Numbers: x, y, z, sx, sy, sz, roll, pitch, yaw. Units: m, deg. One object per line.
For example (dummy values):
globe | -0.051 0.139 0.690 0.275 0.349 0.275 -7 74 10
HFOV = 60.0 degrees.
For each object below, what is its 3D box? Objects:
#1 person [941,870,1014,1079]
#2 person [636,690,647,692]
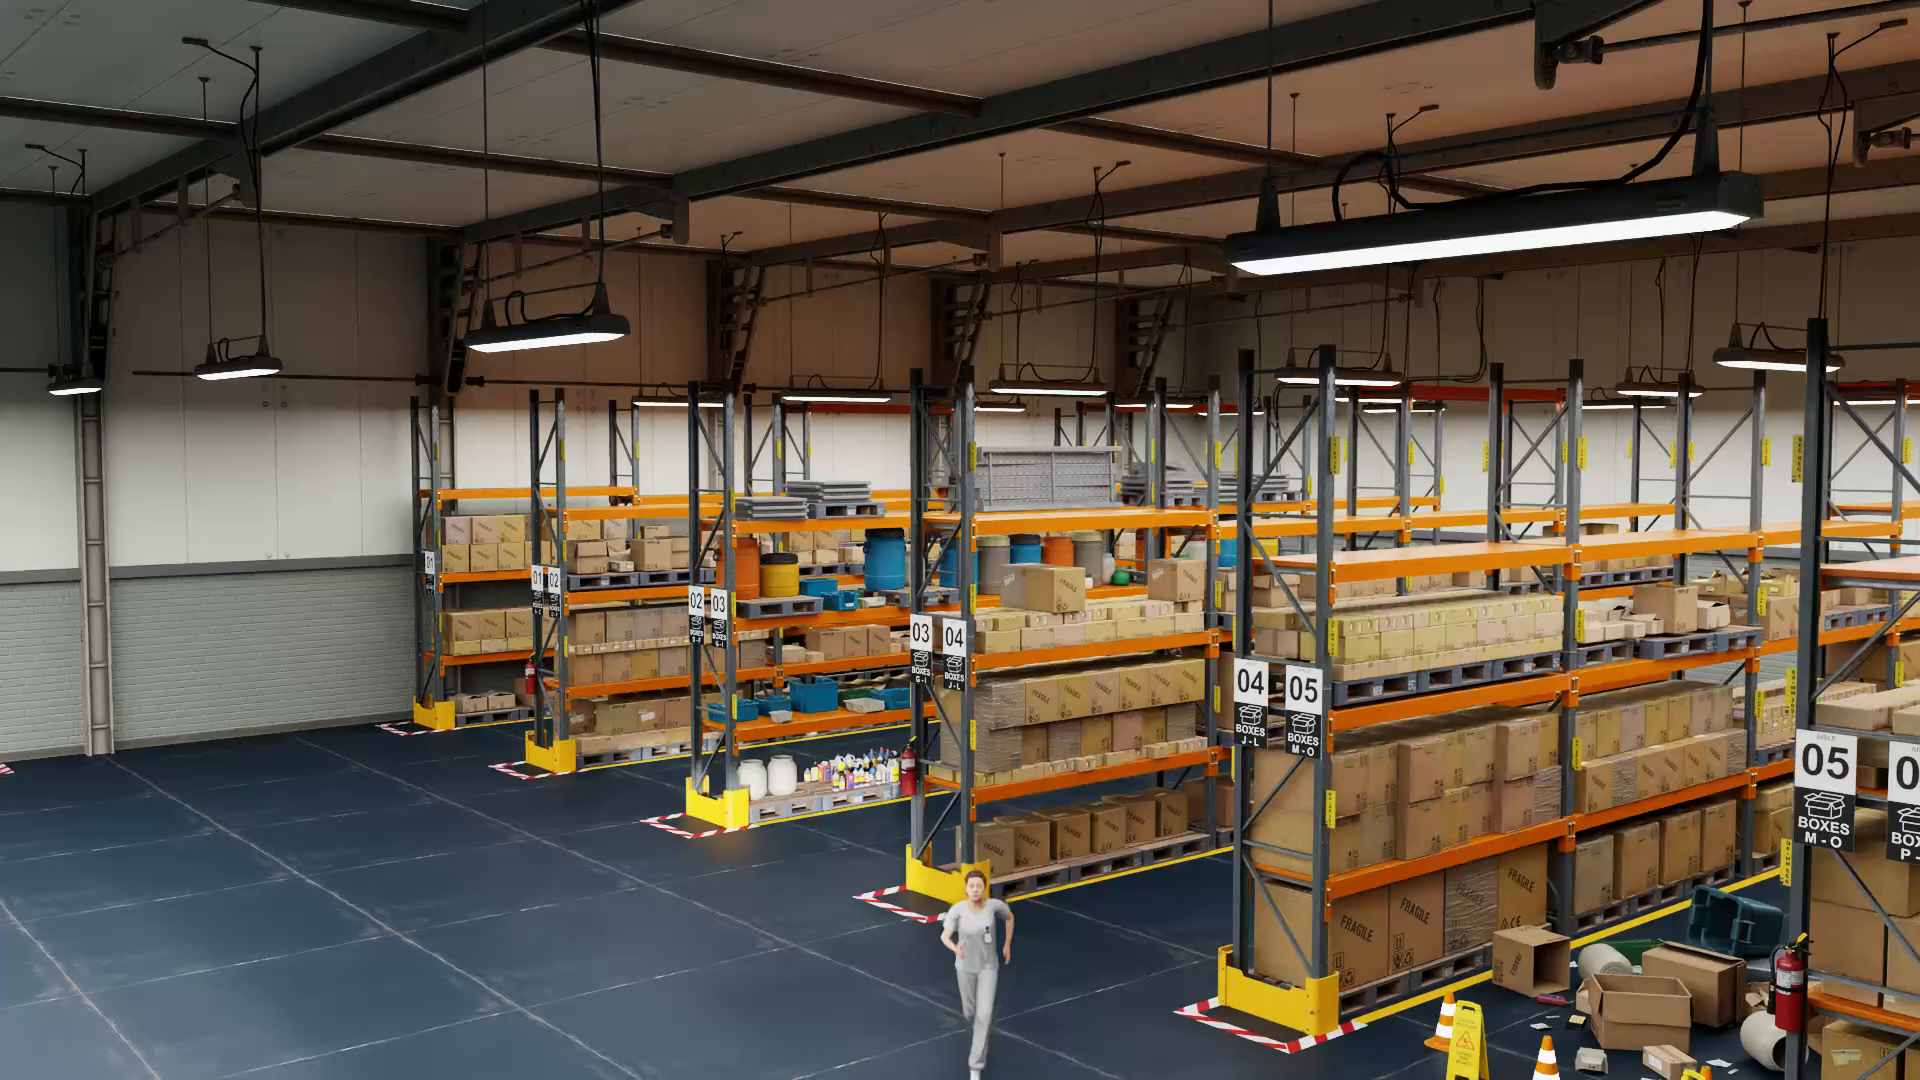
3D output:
person | 0.145 3.540 13.664 0.597 1.709 0.922 0 3 2
person | -5.637 2.603 29.373 0.911 1.662 0.620 -3 5 -44
